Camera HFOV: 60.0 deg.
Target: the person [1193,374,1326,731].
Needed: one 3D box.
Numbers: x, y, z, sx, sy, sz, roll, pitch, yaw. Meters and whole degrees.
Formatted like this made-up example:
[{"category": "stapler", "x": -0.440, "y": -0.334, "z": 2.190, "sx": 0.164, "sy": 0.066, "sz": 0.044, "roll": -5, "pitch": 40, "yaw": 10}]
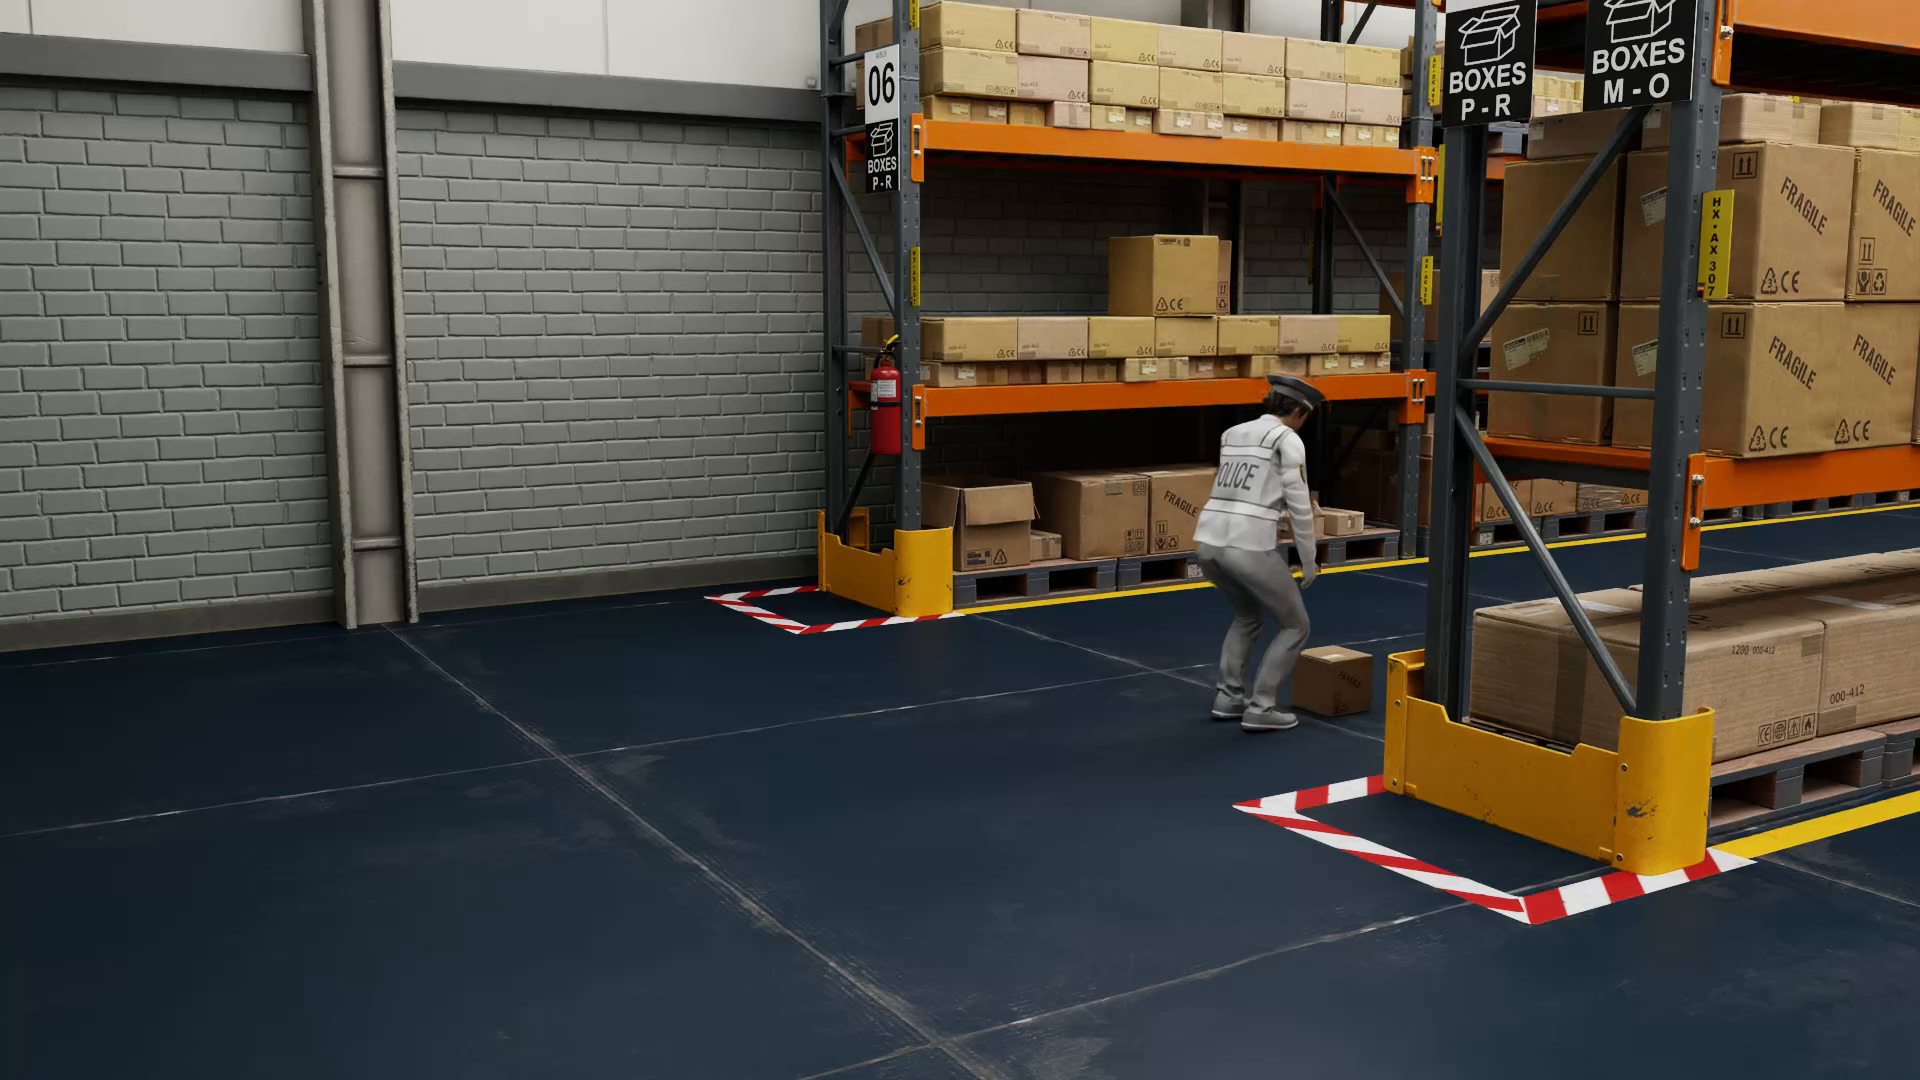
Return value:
[{"category": "person", "x": 1.280, "y": 0.045, "z": 7.126, "sx": 0.612, "sy": 1.501, "sz": 0.529, "roll": -5, "pitch": 10, "yaw": -30}]
